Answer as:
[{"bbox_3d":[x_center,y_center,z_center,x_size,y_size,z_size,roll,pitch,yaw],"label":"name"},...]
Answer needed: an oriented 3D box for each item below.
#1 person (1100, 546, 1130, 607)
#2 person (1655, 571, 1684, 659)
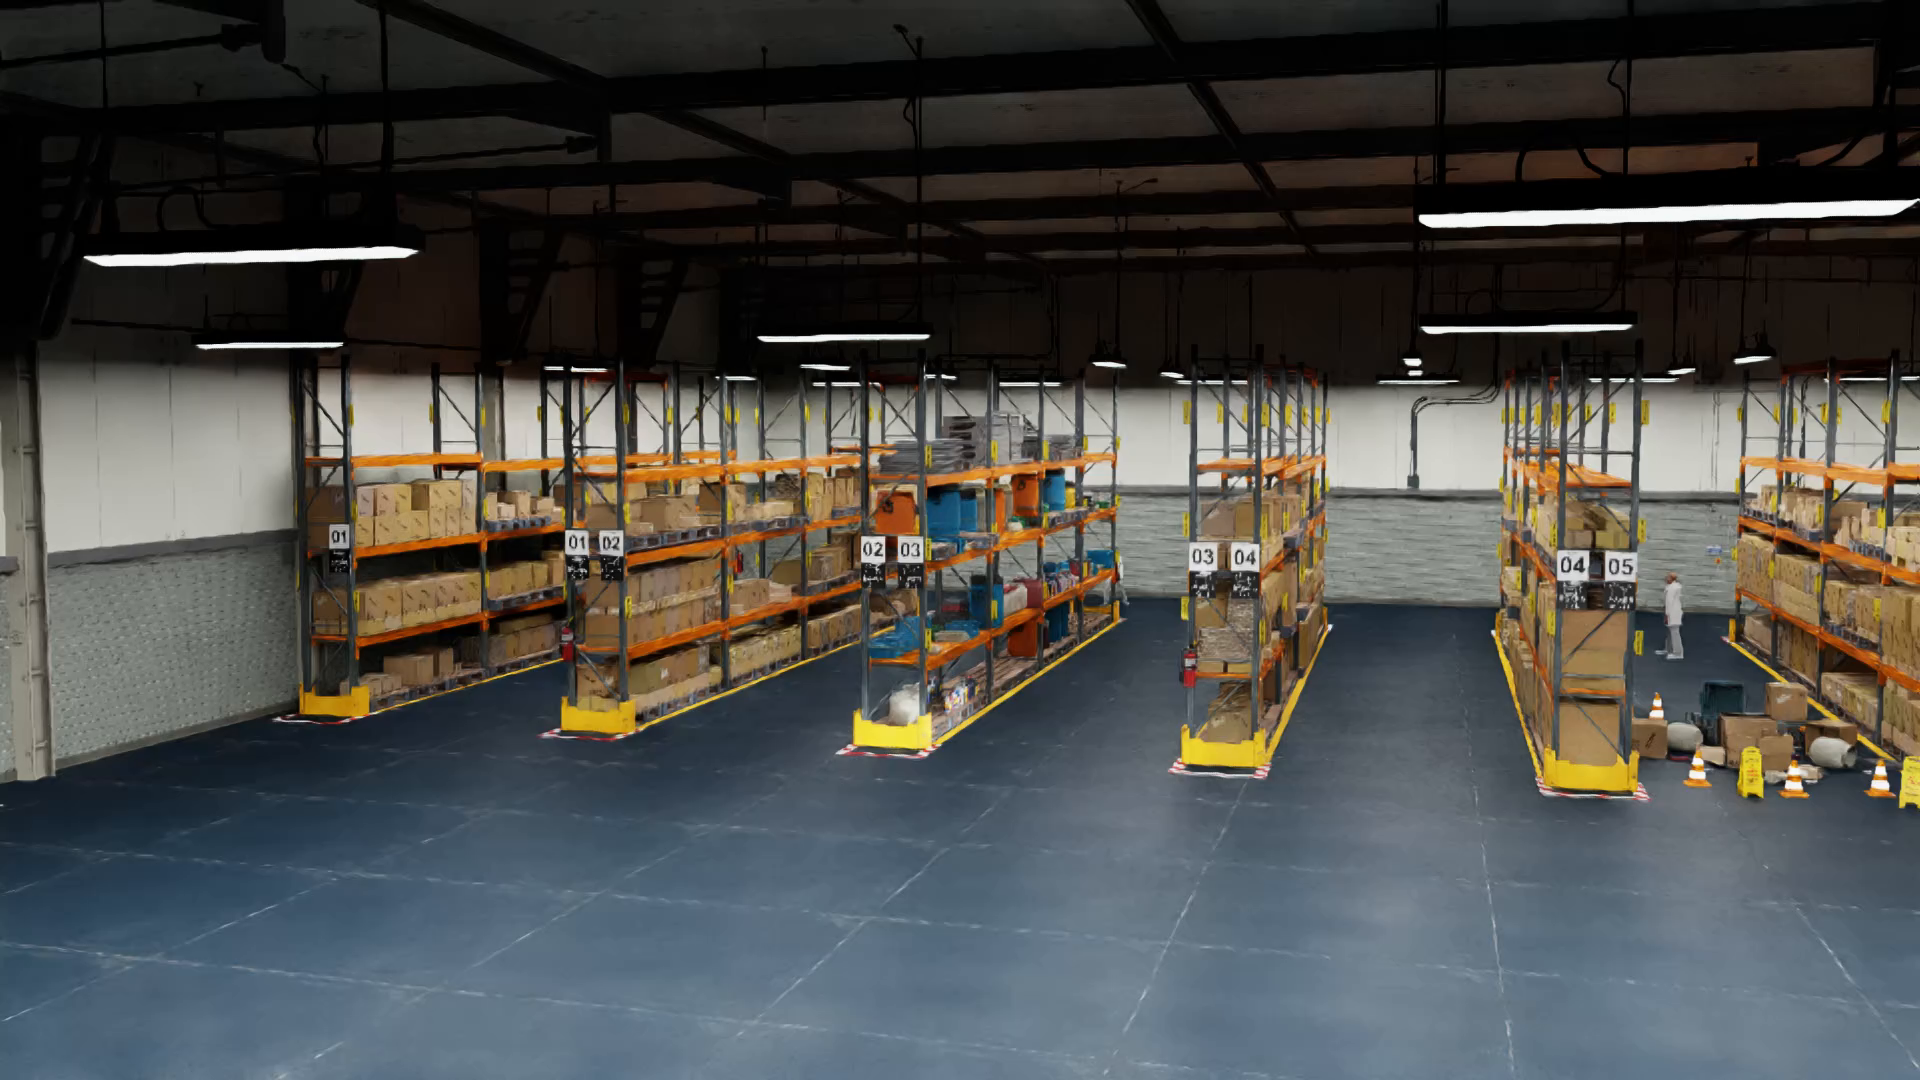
[{"bbox_3d":[4.057,0.942,43.378,0.521,1.614,0.938,3,5,37],"label":"person"},{"bbox_3d":[14.644,1.526,34.273,0.610,1.776,0.657,3,5,35],"label":"person"}]
